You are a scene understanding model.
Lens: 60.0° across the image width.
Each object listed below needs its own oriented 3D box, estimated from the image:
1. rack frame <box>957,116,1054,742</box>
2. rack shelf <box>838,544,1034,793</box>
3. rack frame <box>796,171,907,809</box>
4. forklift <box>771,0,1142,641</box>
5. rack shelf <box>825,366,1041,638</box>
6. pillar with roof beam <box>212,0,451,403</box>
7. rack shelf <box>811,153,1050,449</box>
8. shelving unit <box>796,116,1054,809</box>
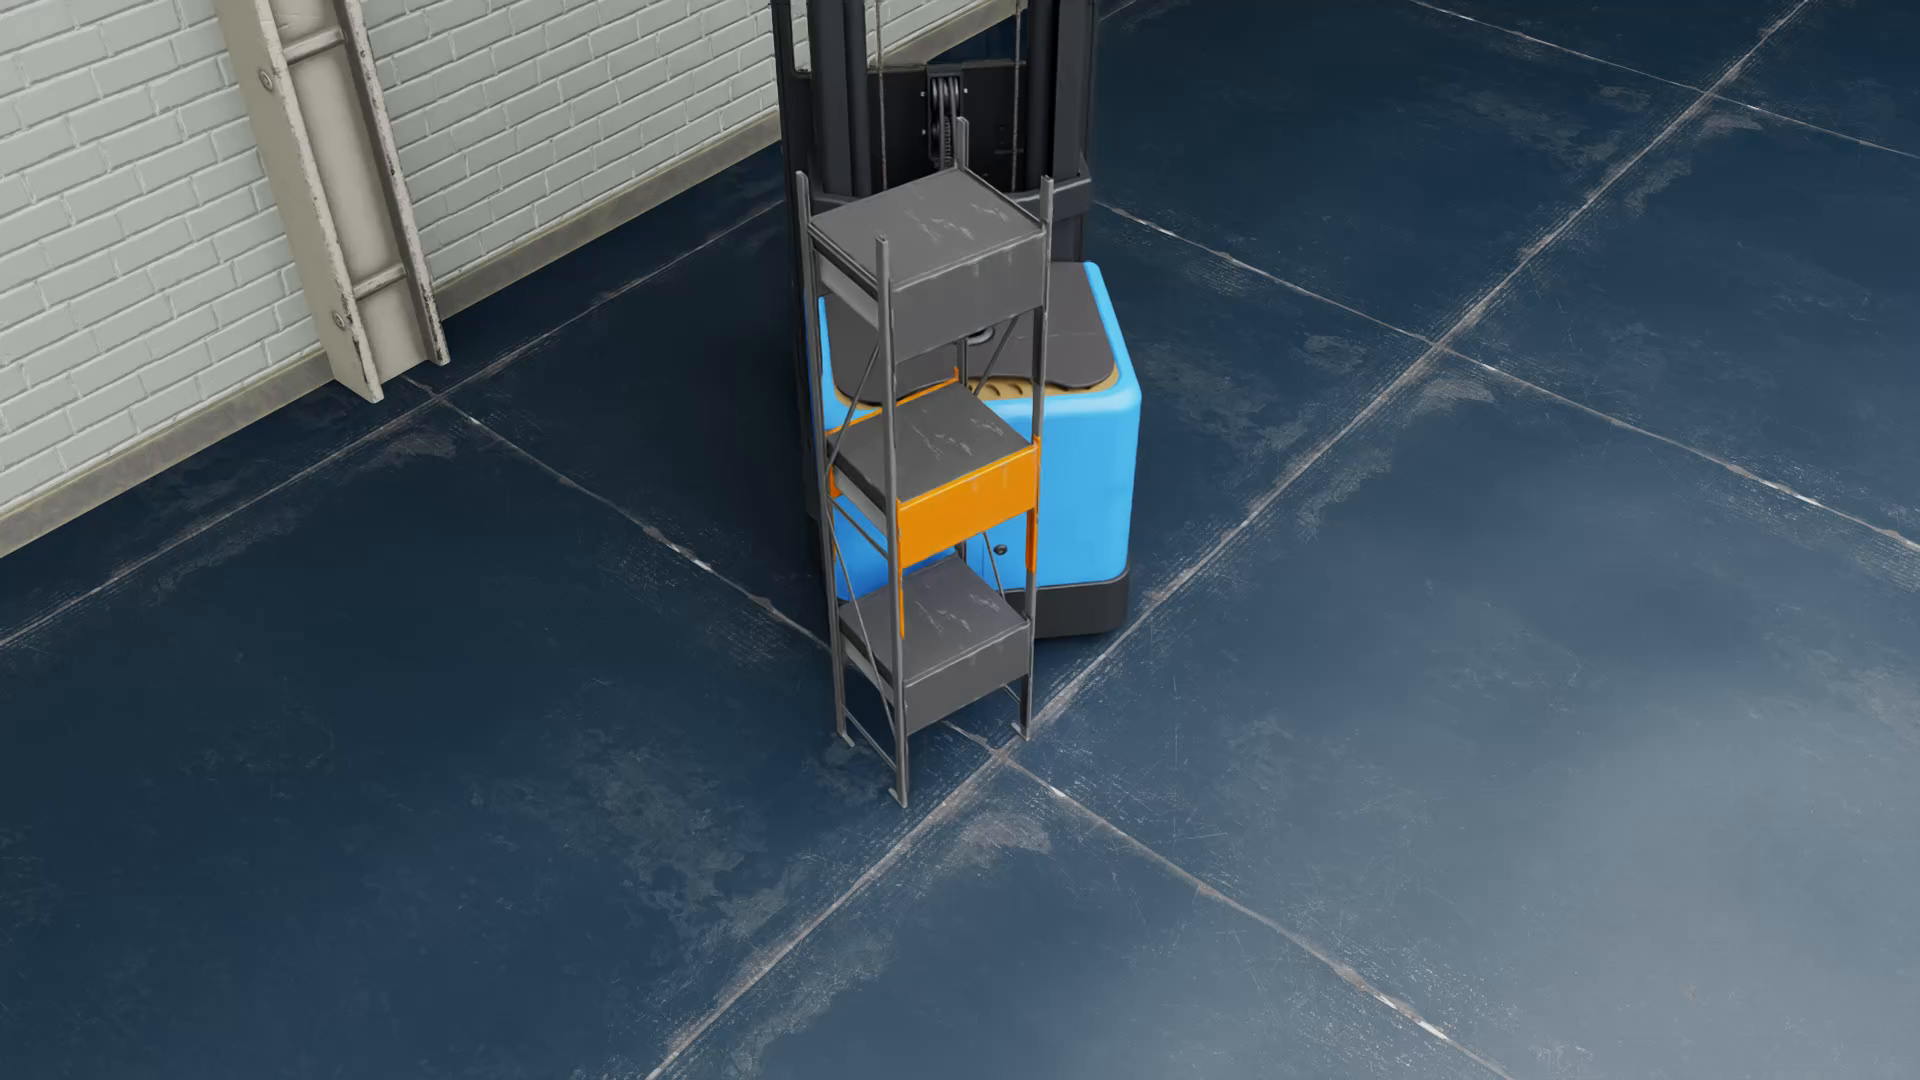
[{"bbox_3d":[0.111,-0.219,4.930,0.015,2.100,0.400,-25,48,-25],"label":"rack frame"},{"bbox_3d":[-0.089,0.403,5.306,0.480,0.518,0.431,-25,48,-25],"label":"rack shelf"},{"bbox_3d":[-0.289,-0.031,4.723,0.015,2.100,0.400,-25,48,-25],"label":"rack frame"},{"bbox_3d":[-0.113,-1.683,5.922,1.130,2.935,3.031,-5,43,-5],"label":"forklift"},{"bbox_3d":[-0.089,-0.115,4.835,0.480,0.518,0.431,-25,48,-25],"label":"rack shelf"},{"bbox_3d":[0.882,-2.196,1.976,9.100,9.000,0.400,29,50,28],"label":"pillar with roof beam"},{"bbox_3d":[-0.089,-0.632,4.365,0.480,0.518,0.431,-25,48,-25],"label":"rack shelf"},{"bbox_3d":[-0.089,-0.125,4.826,0.503,2.100,0.431,-25,48,-25],"label":"shelving unit"}]
